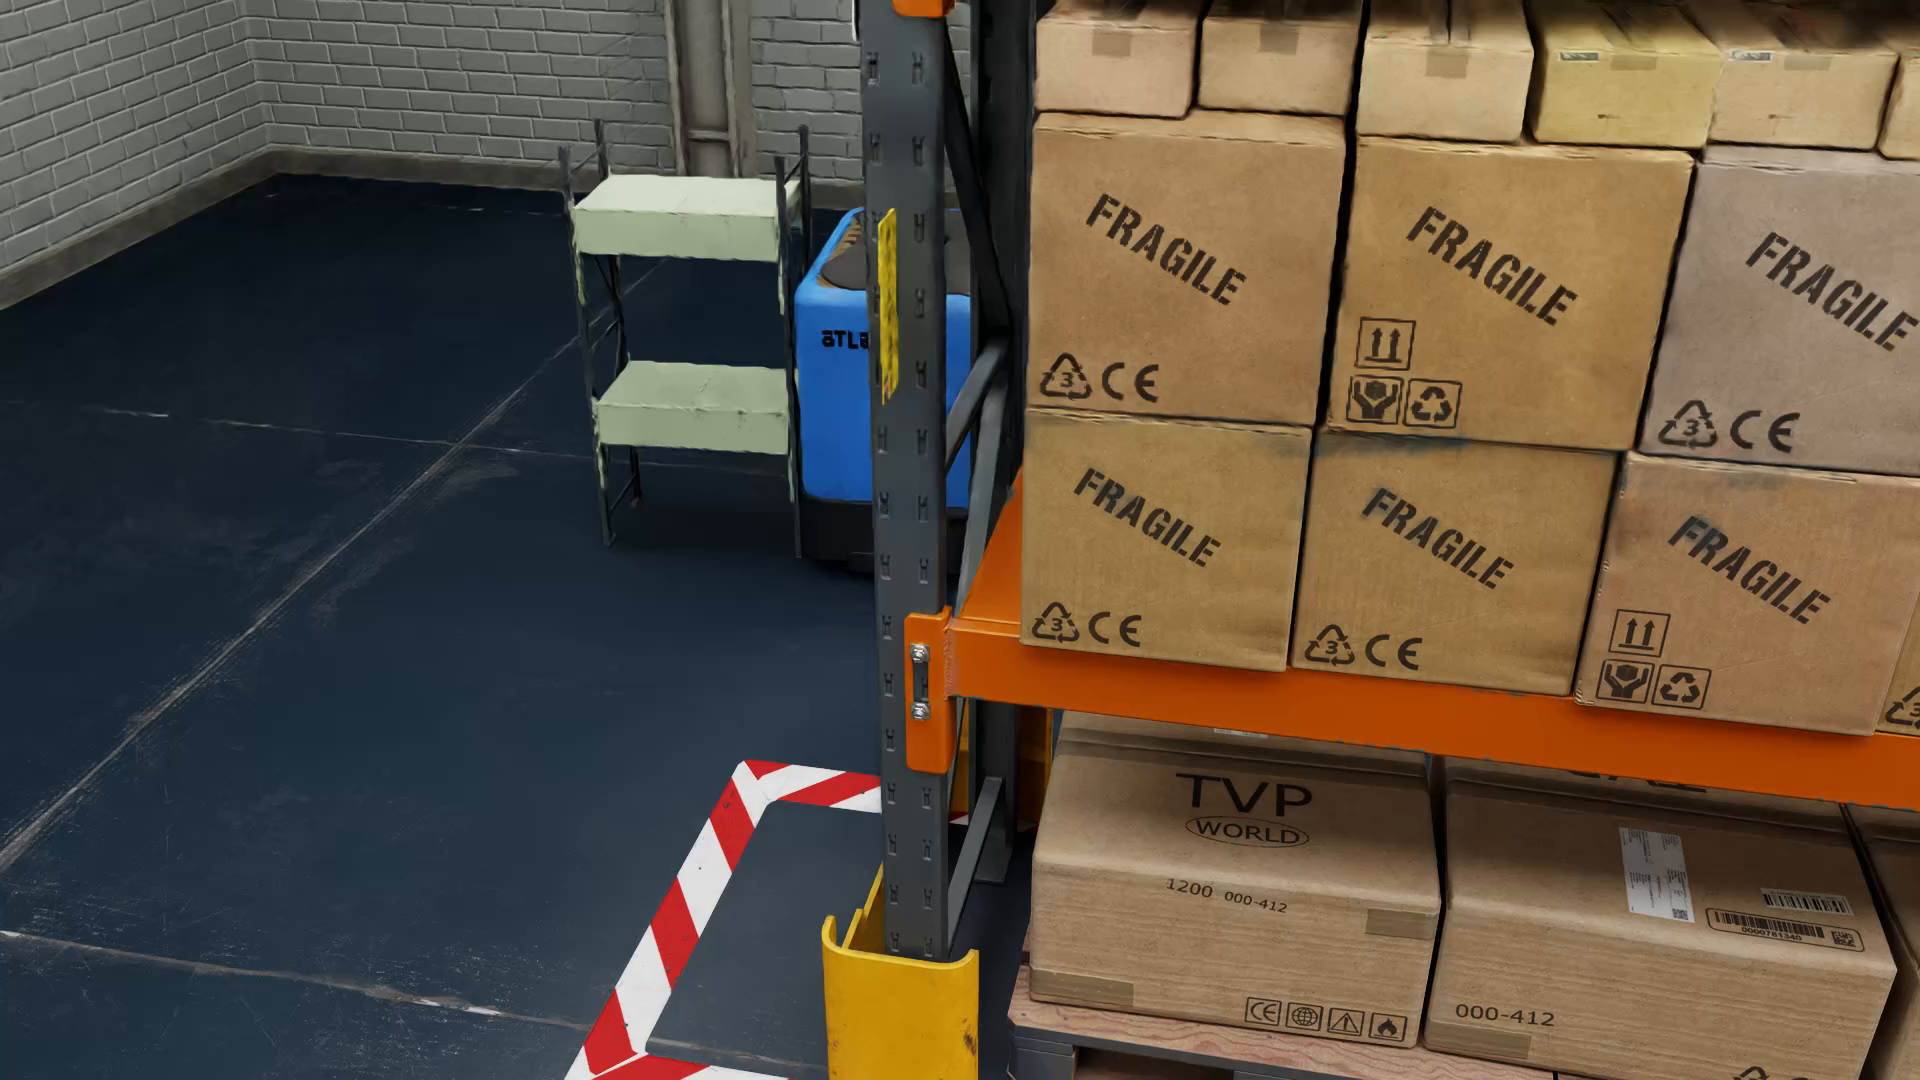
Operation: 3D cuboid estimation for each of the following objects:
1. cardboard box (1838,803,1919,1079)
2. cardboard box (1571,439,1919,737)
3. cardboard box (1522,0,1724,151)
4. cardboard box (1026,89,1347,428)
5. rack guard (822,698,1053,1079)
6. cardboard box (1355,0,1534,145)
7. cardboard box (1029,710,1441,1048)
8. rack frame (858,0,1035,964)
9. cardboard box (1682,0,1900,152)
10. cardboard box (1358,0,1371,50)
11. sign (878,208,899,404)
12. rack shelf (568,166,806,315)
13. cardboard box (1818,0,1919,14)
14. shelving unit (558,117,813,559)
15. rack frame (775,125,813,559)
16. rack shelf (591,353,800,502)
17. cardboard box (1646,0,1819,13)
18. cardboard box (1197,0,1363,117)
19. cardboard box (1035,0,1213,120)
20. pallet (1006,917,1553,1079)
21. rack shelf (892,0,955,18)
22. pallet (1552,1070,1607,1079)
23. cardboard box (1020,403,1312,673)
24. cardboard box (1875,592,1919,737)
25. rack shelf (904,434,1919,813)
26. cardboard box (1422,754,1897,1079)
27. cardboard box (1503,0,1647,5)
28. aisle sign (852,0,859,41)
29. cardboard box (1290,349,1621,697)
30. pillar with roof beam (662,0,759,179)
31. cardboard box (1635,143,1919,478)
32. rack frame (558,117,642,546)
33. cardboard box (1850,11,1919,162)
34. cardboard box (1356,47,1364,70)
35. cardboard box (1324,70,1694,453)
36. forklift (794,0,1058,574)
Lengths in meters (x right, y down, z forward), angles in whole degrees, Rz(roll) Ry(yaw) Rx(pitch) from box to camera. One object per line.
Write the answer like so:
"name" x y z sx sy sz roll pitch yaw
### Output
"cardboard box" 2.443 0.890 3.732 0.875 0.438 0.875 5 29 9
"cardboard box" 1.402 -0.012 3.044 0.500 0.500 0.500 6 29 10
"cardboard box" 1.050 -0.759 2.691 0.250 0.149 0.380 5 29 9
"cardboard box" 0.408 -0.549 2.983 0.500 0.500 0.500 5 29 9
"rack guard" -0.025 0.846 4.184 0.348 0.500 1.175 6 29 11
"cardboard box" 0.789 -0.777 2.724 0.250 0.149 0.380 7 29 12
"cardboard box" 0.665 0.711 4.059 0.875 0.438 0.875 5 29 9
"rack frame" -0.002 -0.248 3.579 0.127 3.000 1.000 6 29 11
"cardboard box" 1.318 -0.757 2.689 0.250 0.149 0.380 6 29 11
"cardboard box" 0.914 -1.072 3.265 0.250 0.149 0.380 6 29 10
"sign" -0.124 -0.402 2.878 0.005 0.325 0.100 6 29 11
"rack shelf" -0.928 -1.049 5.791 0.720 0.370 0.431 4 29 7
"cardboard box" 1.650 -0.971 3.079 0.250 0.149 0.380 7 29 12
"shelving unit" -0.928 -0.706 5.979 0.755 1.500 0.431 4 29 7
"rack frame" -0.565 -0.683 5.935 0.023 1.500 0.400 4 29 7
"rack shelf" -0.928 -0.420 6.135 0.720 0.370 0.431 4 29 7
"cardboard box" 1.393 -0.968 3.074 0.250 0.149 0.380 6 29 10
"cardboard box" 0.559 -0.856 2.870 0.250 0.149 0.380 7 29 12
"cardboard box" 0.288 -0.849 2.857 0.250 0.149 0.380 6 29 12
"pallet" 0.797 1.019 4.170 1.213 0.211 1.003 6 29 11
"rack shelf" 1.954 -1.048 2.665 4.000 0.370 1.077 6 29 11
"pallet" 1.986 1.142 3.944 1.213 0.211 1.003 6 29 11
"cardboard box" 0.408 -0.109 3.221 0.500 0.500 0.500 6 29 10
"cardboard box" 1.895 0.031 2.966 0.500 0.500 0.500 7 29 12
"rack shelf" 1.954 0.268 3.386 4.000 0.370 1.077 6 29 11
"cardboard box" 1.561 0.799 3.898 0.875 0.438 0.875 7 29 12
"cardboard box" 1.152 -1.028 3.183 0.250 0.149 0.380 7 29 12
"aisle sign" -0.133 -1.259 2.720 0.004 0.787 0.394 6 29 11
"cardboard box" 0.908 -0.071 3.152 0.500 0.500 0.500 5 29 10
"pillar with roof beam" -2.316 -3.883 3.972 0.400 9.000 9.100 6 29 11
"cardboard box" 1.420 -0.452 2.807 0.500 0.500 0.500 6 29 10
"rack frame" -1.291 -0.730 6.022 0.023 1.500 0.400 4 29 7
"cardboard box" 1.553 -0.712 2.607 0.250 0.149 0.380 6 29 11
"cardboard box" 1.037 -0.755 3.361 0.500 0.500 0.500 6 29 11
"cardboard box" 0.915 -0.500 2.894 0.500 0.500 0.500 5 29 9
"forklift" 0.985 -1.309 5.588 3.031 2.935 1.130 4 29 7
